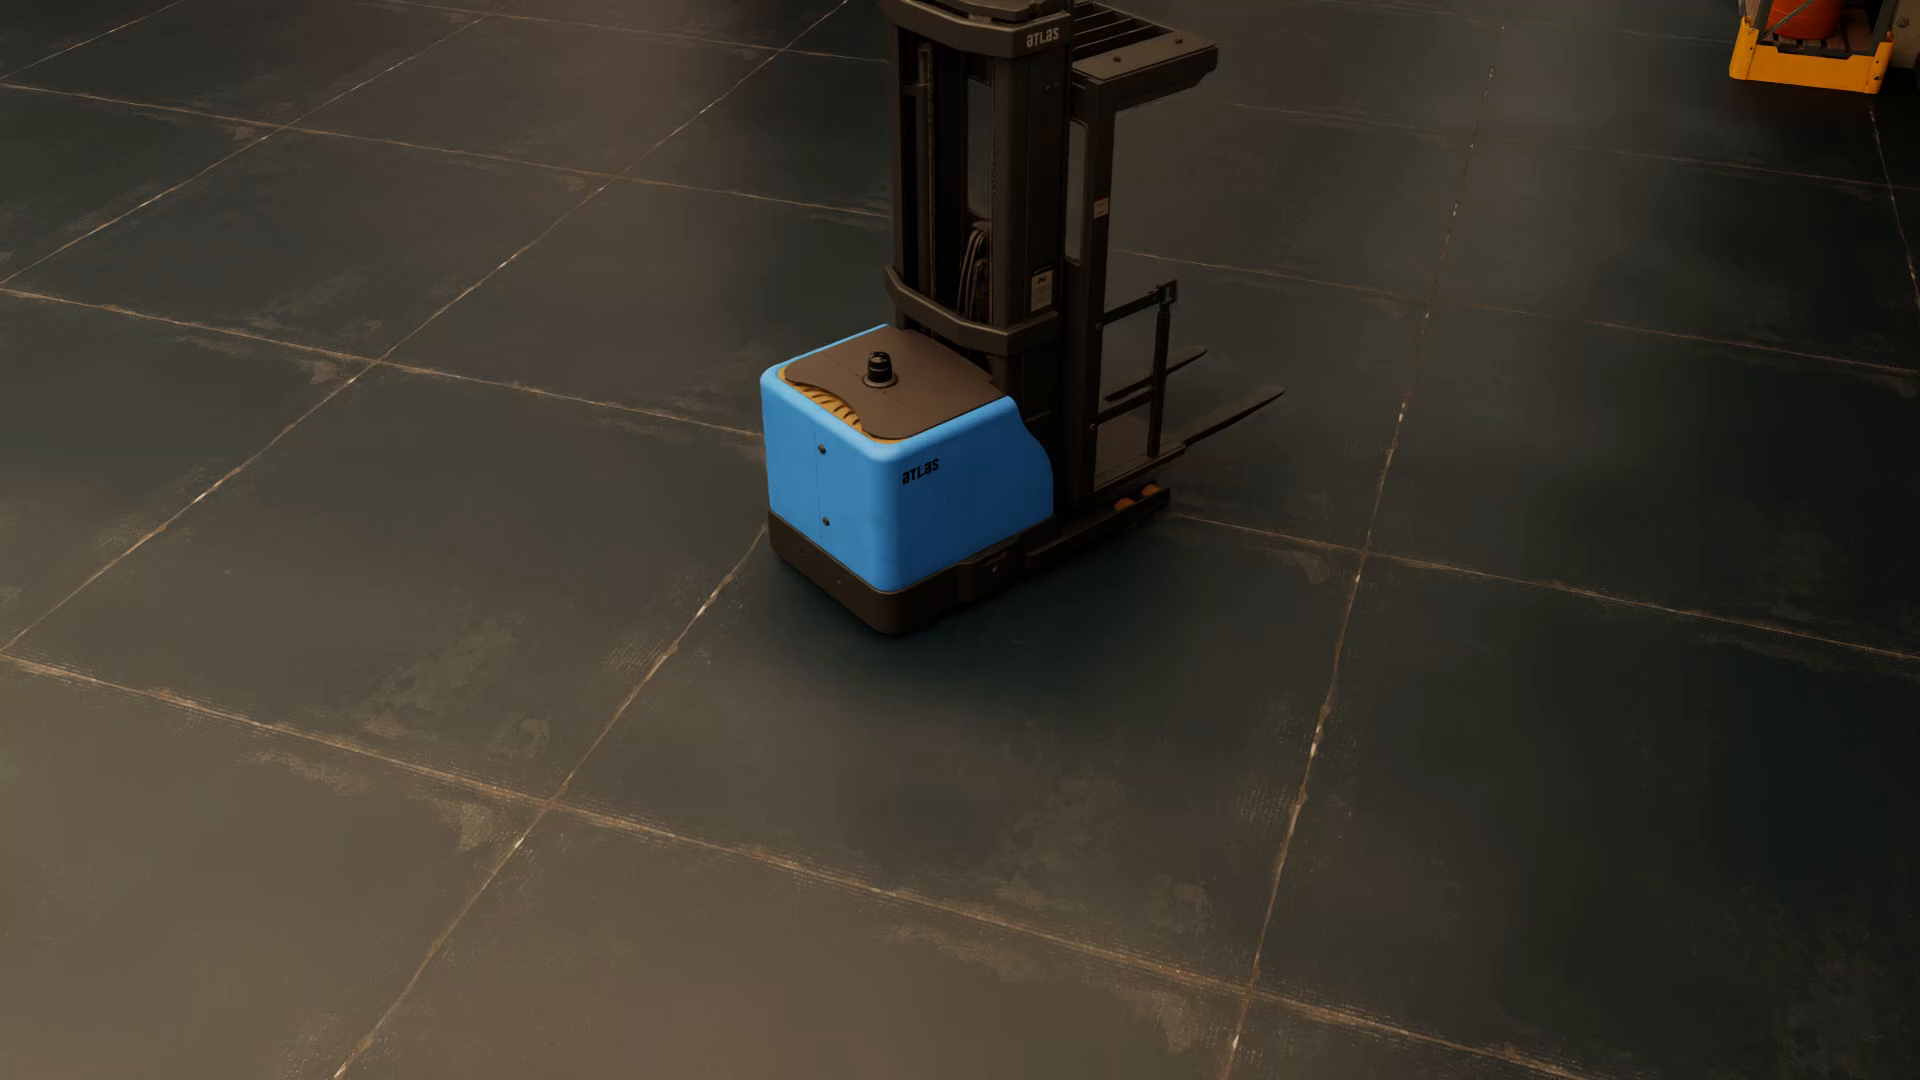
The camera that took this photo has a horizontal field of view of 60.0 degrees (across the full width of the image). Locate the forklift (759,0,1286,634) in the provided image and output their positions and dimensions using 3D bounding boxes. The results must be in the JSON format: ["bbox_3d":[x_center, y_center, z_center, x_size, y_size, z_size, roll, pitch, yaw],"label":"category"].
[{"bbox_3d":[0.481,-1.460,8.170,3.031,2.935,1.130,-26,43,-32],"label":"forklift"}]
